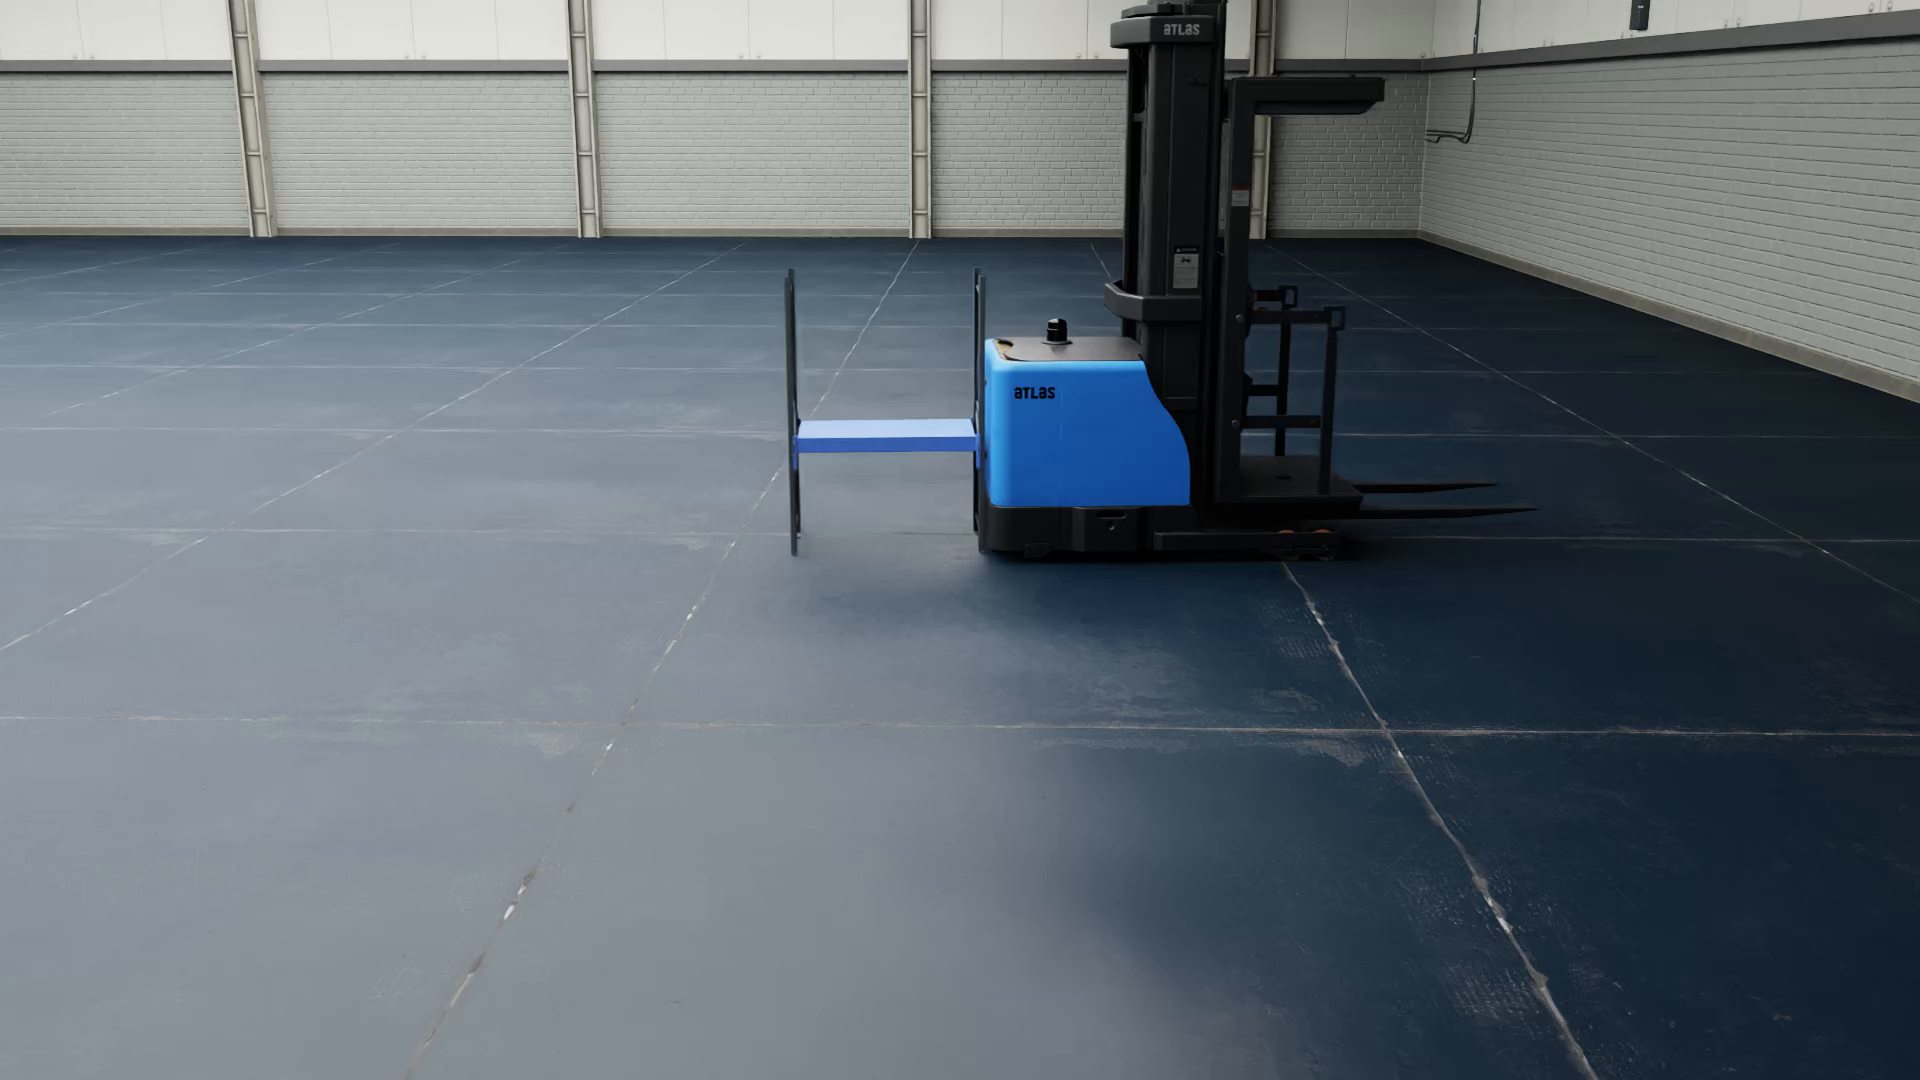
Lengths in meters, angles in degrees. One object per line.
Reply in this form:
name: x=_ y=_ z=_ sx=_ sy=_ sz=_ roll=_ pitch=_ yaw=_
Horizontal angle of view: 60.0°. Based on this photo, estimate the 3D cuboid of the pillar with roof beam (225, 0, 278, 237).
pillar with roof beam: x=-12.818 y=-8.807 z=25.080 sx=0.400 sy=9.000 sz=9.100 roll=0 pitch=15 yaw=1

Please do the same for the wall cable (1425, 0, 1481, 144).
wall cable: x=8.197 y=-7.929 z=27.842 sx=0.112 sy=2.526 sz=3.097 roll=0 pitch=15 yaw=1

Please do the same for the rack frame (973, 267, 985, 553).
rack frame: x=0.104 y=-0.715 z=9.112 sx=0.032 sy=1.500 sz=0.500 roll=-1 pitch=15 yaw=-3

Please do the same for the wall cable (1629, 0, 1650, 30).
wall cable: x=7.939 y=-8.654 z=17.836 sx=0.169 sy=6.003 sz=2.305 roll=0 pitch=15 yaw=1

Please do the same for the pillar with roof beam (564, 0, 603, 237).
pillar with roof beam: x=-6.820 y=-8.768 z=24.932 sx=0.400 sy=9.000 sz=9.100 roll=0 pitch=15 yaw=1

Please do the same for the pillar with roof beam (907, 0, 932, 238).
pillar with roof beam: x=-0.822 y=-8.728 z=24.783 sx=0.400 sy=9.000 sz=9.100 roll=0 pitch=15 yaw=1

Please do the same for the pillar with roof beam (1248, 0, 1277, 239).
pillar with roof beam: x=5.176 y=-8.689 z=24.635 sx=0.400 sy=9.000 sz=9.100 roll=0 pitch=15 yaw=1

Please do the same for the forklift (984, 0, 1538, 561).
forklift: x=1.645 y=-1.439 z=9.049 sx=3.031 sy=2.935 sz=1.130 roll=-1 pitch=15 yaw=-3

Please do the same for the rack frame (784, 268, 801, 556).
rack frame: x=-0.911 y=-0.702 z=9.061 sx=0.032 sy=1.500 sz=0.500 roll=-1 pitch=15 yaw=-3

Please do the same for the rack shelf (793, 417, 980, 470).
rack shelf: x=-0.404 y=-0.535 z=9.132 sx=1.000 sy=0.185 sz=0.538 roll=-1 pitch=15 yaw=-3

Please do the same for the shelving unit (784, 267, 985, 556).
shelving unit: x=-0.404 y=-0.709 z=9.086 sx=1.048 sy=1.500 sz=0.538 roll=-1 pitch=15 yaw=-3
